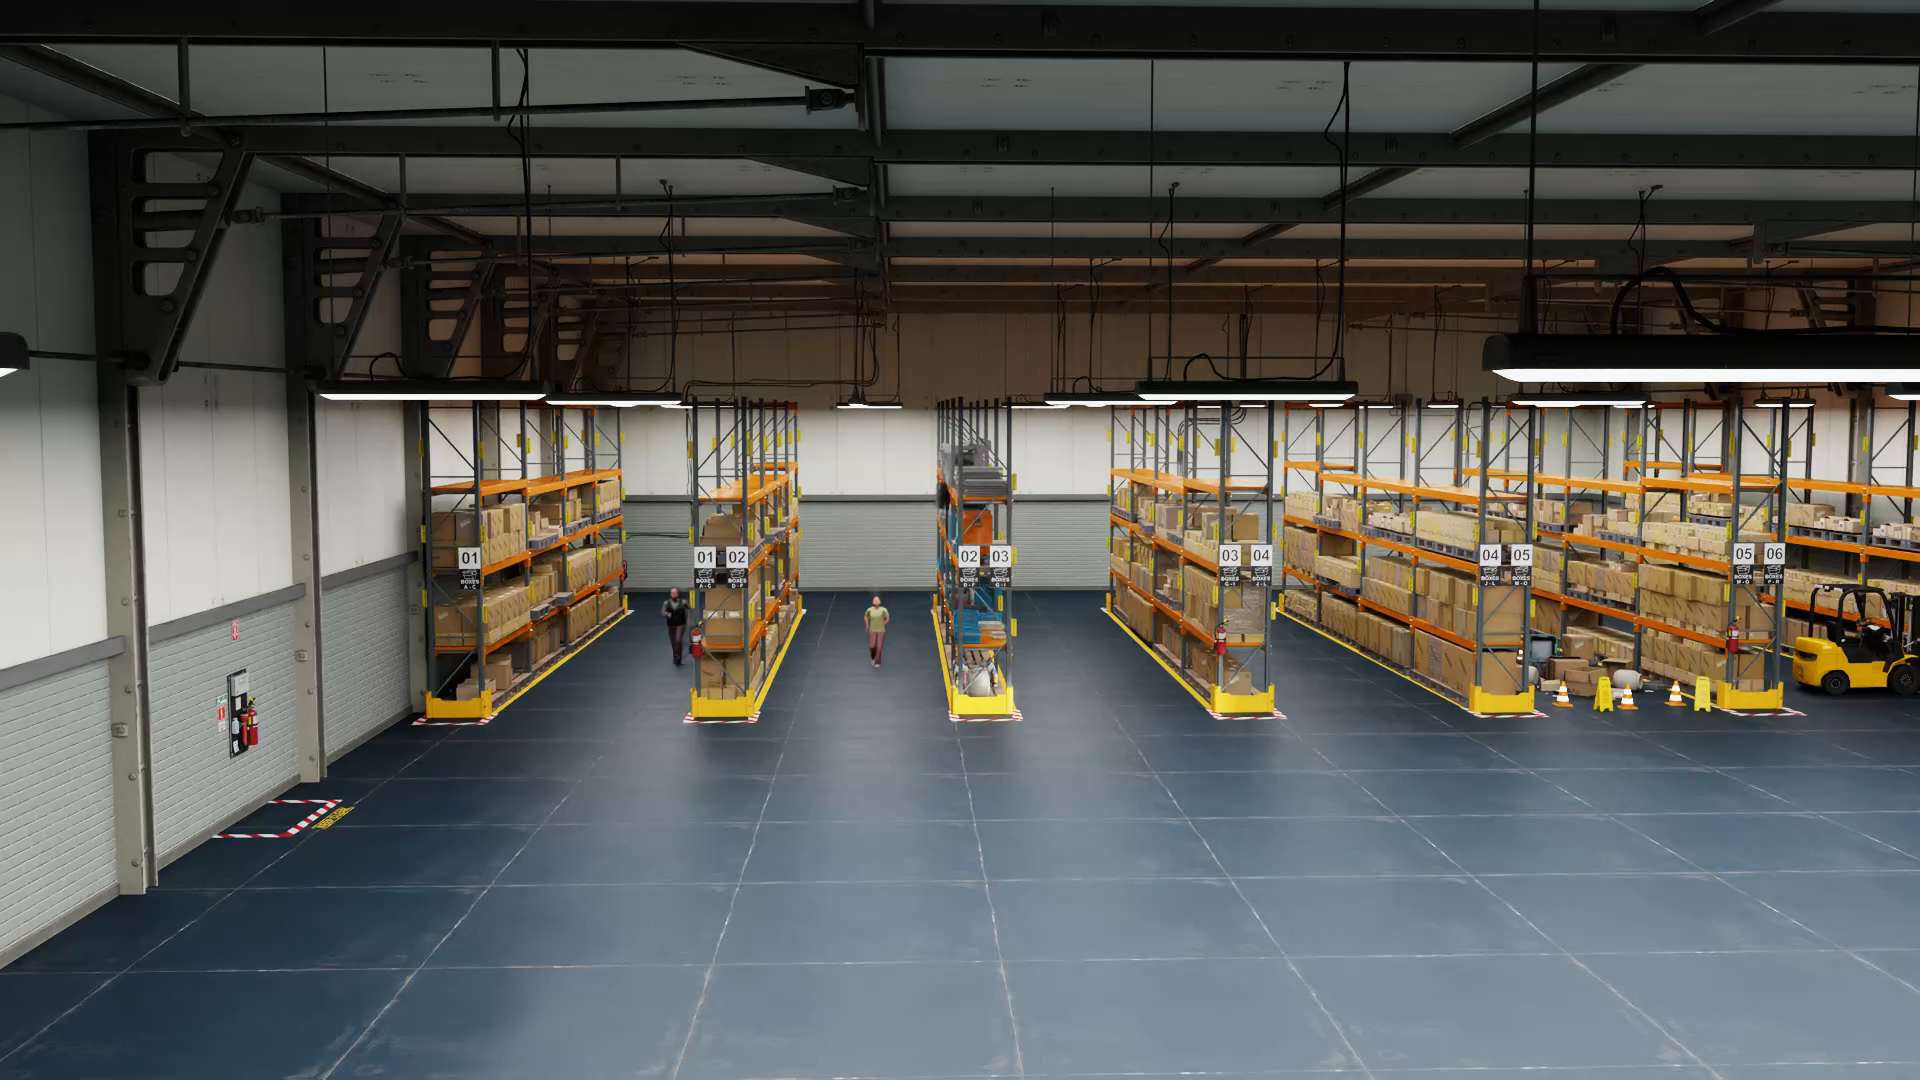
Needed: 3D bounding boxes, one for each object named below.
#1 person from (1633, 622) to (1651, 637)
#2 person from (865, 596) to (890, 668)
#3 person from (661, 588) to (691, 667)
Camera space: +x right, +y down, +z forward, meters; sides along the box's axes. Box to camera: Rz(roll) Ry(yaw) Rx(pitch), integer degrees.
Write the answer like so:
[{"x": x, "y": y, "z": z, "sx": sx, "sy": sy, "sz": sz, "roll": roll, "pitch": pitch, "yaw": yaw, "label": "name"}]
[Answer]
[{"x": 16.992, "y": 1.681, "z": 41.204, "sx": 0.683, "sy": 1.732, "sz": 0.796, "roll": -1, "pitch": 5, "yaw": -14, "label": "person"}, {"x": -1.851, "y": 2.047, "z": 36.915, "sx": 0.579, "sy": 1.630, "sz": 0.545, "roll": 0, "pitch": 4, "yaw": 3, "label": "person"}, {"x": -6.412, "y": 1.973, "z": 37.505, "sx": 0.602, "sy": 1.774, "sz": 0.833, "roll": 0, "pitch": 4, "yaw": 5, "label": "person"}]
